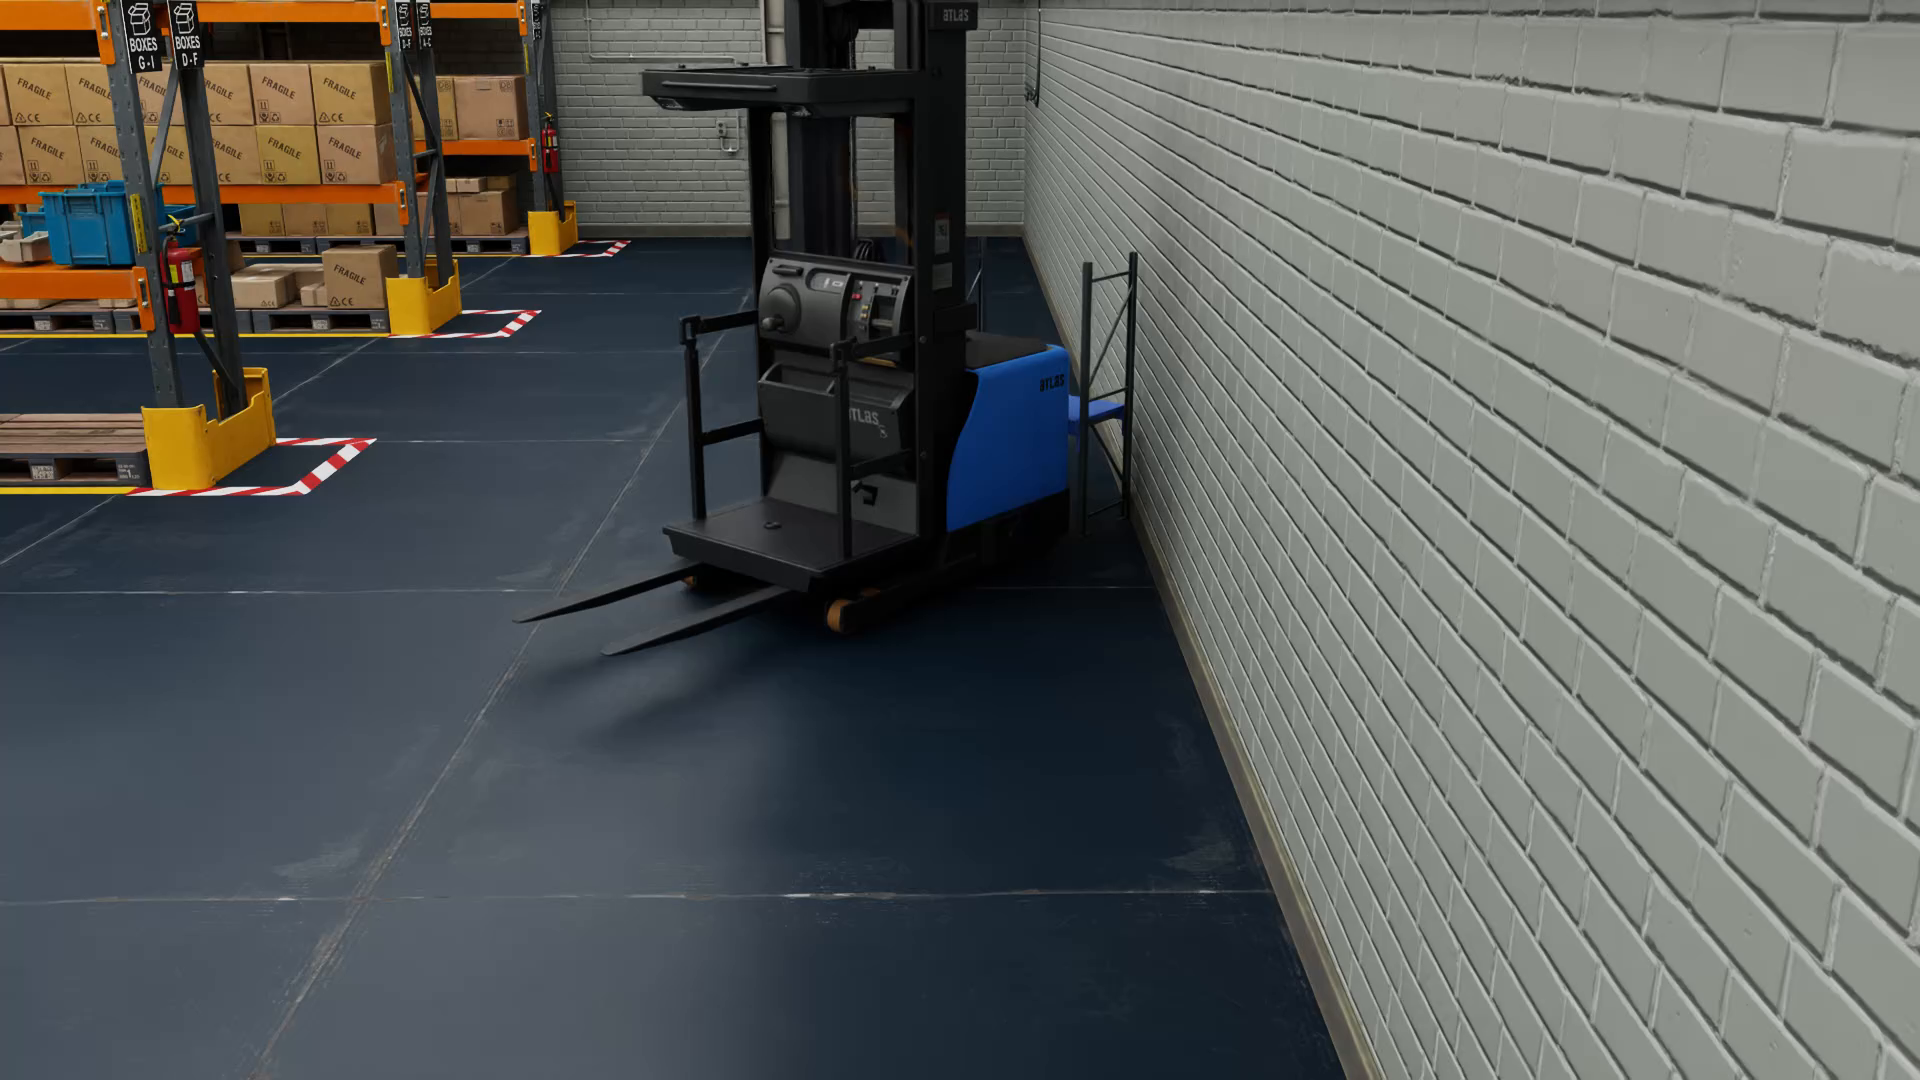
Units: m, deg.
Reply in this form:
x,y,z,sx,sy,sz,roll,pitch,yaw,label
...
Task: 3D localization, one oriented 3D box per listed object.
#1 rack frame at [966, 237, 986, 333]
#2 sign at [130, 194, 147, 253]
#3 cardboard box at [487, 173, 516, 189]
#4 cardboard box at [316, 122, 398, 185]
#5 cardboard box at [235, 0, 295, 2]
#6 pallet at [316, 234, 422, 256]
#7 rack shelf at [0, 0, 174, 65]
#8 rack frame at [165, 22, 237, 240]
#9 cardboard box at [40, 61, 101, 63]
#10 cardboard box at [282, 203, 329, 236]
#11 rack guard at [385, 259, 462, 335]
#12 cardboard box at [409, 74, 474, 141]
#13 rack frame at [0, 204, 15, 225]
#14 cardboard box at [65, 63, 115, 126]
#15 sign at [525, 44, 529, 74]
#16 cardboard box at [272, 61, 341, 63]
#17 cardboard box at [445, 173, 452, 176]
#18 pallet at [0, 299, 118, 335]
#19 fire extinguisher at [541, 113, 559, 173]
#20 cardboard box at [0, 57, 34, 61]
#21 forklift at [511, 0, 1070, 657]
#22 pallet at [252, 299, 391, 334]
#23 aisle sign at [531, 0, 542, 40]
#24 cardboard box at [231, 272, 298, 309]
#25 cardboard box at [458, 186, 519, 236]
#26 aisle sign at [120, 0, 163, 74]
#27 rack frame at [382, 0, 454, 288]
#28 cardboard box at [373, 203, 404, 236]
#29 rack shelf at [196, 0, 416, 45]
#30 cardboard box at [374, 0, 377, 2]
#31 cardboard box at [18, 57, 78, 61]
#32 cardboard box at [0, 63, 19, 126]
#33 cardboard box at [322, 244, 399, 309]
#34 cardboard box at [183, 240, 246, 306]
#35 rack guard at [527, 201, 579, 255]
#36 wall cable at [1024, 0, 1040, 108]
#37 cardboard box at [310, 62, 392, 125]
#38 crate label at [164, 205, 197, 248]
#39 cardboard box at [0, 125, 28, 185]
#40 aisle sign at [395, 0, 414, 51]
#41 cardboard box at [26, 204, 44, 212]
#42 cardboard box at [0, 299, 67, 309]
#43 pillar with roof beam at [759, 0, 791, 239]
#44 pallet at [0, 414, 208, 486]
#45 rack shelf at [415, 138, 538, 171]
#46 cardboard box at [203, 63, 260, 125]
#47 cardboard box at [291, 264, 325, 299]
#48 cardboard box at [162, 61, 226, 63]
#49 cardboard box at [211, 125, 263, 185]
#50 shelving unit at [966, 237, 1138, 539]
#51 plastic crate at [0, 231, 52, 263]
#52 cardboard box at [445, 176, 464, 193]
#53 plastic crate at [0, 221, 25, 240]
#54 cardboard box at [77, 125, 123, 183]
x,y,z,sx,sy,sz,roll,pitch,yaw,label
-0.010,-0.973,9.625,0.032,1.500,0.500,13,22,35,rack frame
-4.700,-1.812,9.517,0.005,0.325,0.100,0,18,-1,sign
-5.458,-4.274,19.803,0.250,0.149,0.380,0,18,0,cardboard box
-5.243,-3.377,14.501,0.500,0.500,0.500,0,18,1,cardboard box
-5.809,-4.690,14.091,0.500,0.250,0.500,0,18,-1,cardboard box
-6.897,-3.567,19.822,1.213,0.211,1.003,0,18,-1,pallet
-6.725,-2.978,9.687,4.000,0.370,1.077,0,18,-1,rack shelf
-8.881,-4.908,19.438,0.127,3.000,1.000,0,18,-1,rack frame
-7.785,-4.004,14.818,0.500,0.500,0.500,-1,18,-2,cardboard box
-7.629,-3.892,19.674,0.500,0.500,0.700,0,18,-1,cardboard box
-4.876,-2.224,15.162,0.348,0.500,1.175,0,18,-1,rack guard
-6.119,-5.058,19.413,0.700,0.700,0.980,0,18,-1,cardboard box
-8.799,-3.395,14.722,0.127,3.000,1.000,0,18,-1,rack frame
-7.294,-3.840,14.308,0.500,0.500,0.500,-1,18,-2,cardboard box
-4.887,-5.426,18.768,0.005,0.325,0.100,0,18,-1,sign
-5.770,-4.012,14.843,0.500,0.500,0.500,0,18,0,cardboard box
-6.215,-4.270,19.791,0.250,0.149,0.380,0,18,0,cardboard box
-8.112,-2.071,15.157,1.213,0.211,1.003,0,18,-1,pallet
-4.723,-4.573,19.130,0.183,0.674,0.296,0,18,-1,fire extinguisher
-10.875,-5.379,18.995,0.500,0.250,0.500,-1,18,-2,cardboard box
-0.737,-1.130,7.771,1.130,2.935,3.031,14,23,37,forklift
-5.673,-2.082,15.194,1.213,0.211,1.003,0,18,-1,pallet
-4.805,-6.074,18.816,0.004,0.787,0.394,0,18,-1,aisle sign
-6.290,-2.242,14.906,0.500,0.250,0.500,0,18,-1,cardboard box
-5.580,-3.903,19.710,0.500,0.500,0.700,0,18,-1,cardboard box
-4.648,-3.051,9.391,0.004,0.787,0.394,0,18,-1,aisle sign
-4.800,-3.415,14.782,0.127,3.000,1.000,0,18,-1,rack frame
-6.583,-3.898,19.694,0.500,0.500,0.700,-1,18,-3,cardboard box
-6.799,-4.491,14.403,4.000,0.370,1.077,0,18,-1,rack shelf
-5.317,-4.847,14.581,0.500,0.250,0.500,0,18,-1,cardboard box
-10.365,-5.382,19.003,0.500,0.250,0.500,0,18,0,cardboard box
-8.323,-3.836,14.293,0.500,0.500,0.500,0,18,1,cardboard box
-5.339,-2.356,14.854,0.500,0.500,0.500,0,18,-1,cardboard box
-6.921,-2.427,15.069,0.637,0.503,0.797,0,18,-1,cardboard box
-4.857,-3.738,19.880,0.348,0.500,1.175,0,18,-1,rack guard
0.779,-6.224,18.801,0.112,2.526,3.097,0,18,-1,wall cable
-5.240,-3.852,14.345,0.500,0.500,0.500,0,18,-1,cardboard box
-4.977,-1.950,10.392,0.303,0.233,0.416,0,18,-1,crate label
-8.285,-3.362,14.455,0.500,0.500,0.500,0,18,1,cardboard box
-4.726,-4.559,14.094,0.004,0.787,0.394,0,18,-1,aisle sign
-10.418,-4.037,19.552,0.750,0.750,0.750,0,18,1,cardboard box
-8.376,-2.261,14.865,0.500,0.311,0.500,0,18,-1,cardboard box
-2.127,-6.747,15.347,0.400,9.000,9.100,0,18,-1,pillar with roof beam
-5.550,-0.582,10.516,1.213,0.211,1.003,0,18,-1,pallet
-6.881,-4.575,19.578,4.000,0.370,1.077,0,18,-1,rack shelf
-6.264,-3.846,14.325,0.500,0.500,0.500,0,18,1,cardboard box
-5.848,-2.397,15.389,0.500,0.250,0.500,0,18,-1,cardboard box
-6.778,-4.008,14.832,0.500,0.500,0.500,0,18,-1,cardboard box
-6.261,-3.373,14.487,0.500,0.500,0.500,0,18,0,cardboard box
0.396,-0.879,9.333,1.048,1.500,0.538,13,22,35,shelving unit
-5.538,-1.746,9.912,0.243,0.136,0.396,0,18,-1,plastic crate
-5.961,-4.155,19.431,0.250,0.149,0.380,0,18,1,cardboard box
-5.977,-1.925,10.470,0.298,0.136,0.250,0,18,-1,plastic crate
-7.273,-3.367,14.471,0.500,0.500,0.500,0,18,-1,cardboard box
